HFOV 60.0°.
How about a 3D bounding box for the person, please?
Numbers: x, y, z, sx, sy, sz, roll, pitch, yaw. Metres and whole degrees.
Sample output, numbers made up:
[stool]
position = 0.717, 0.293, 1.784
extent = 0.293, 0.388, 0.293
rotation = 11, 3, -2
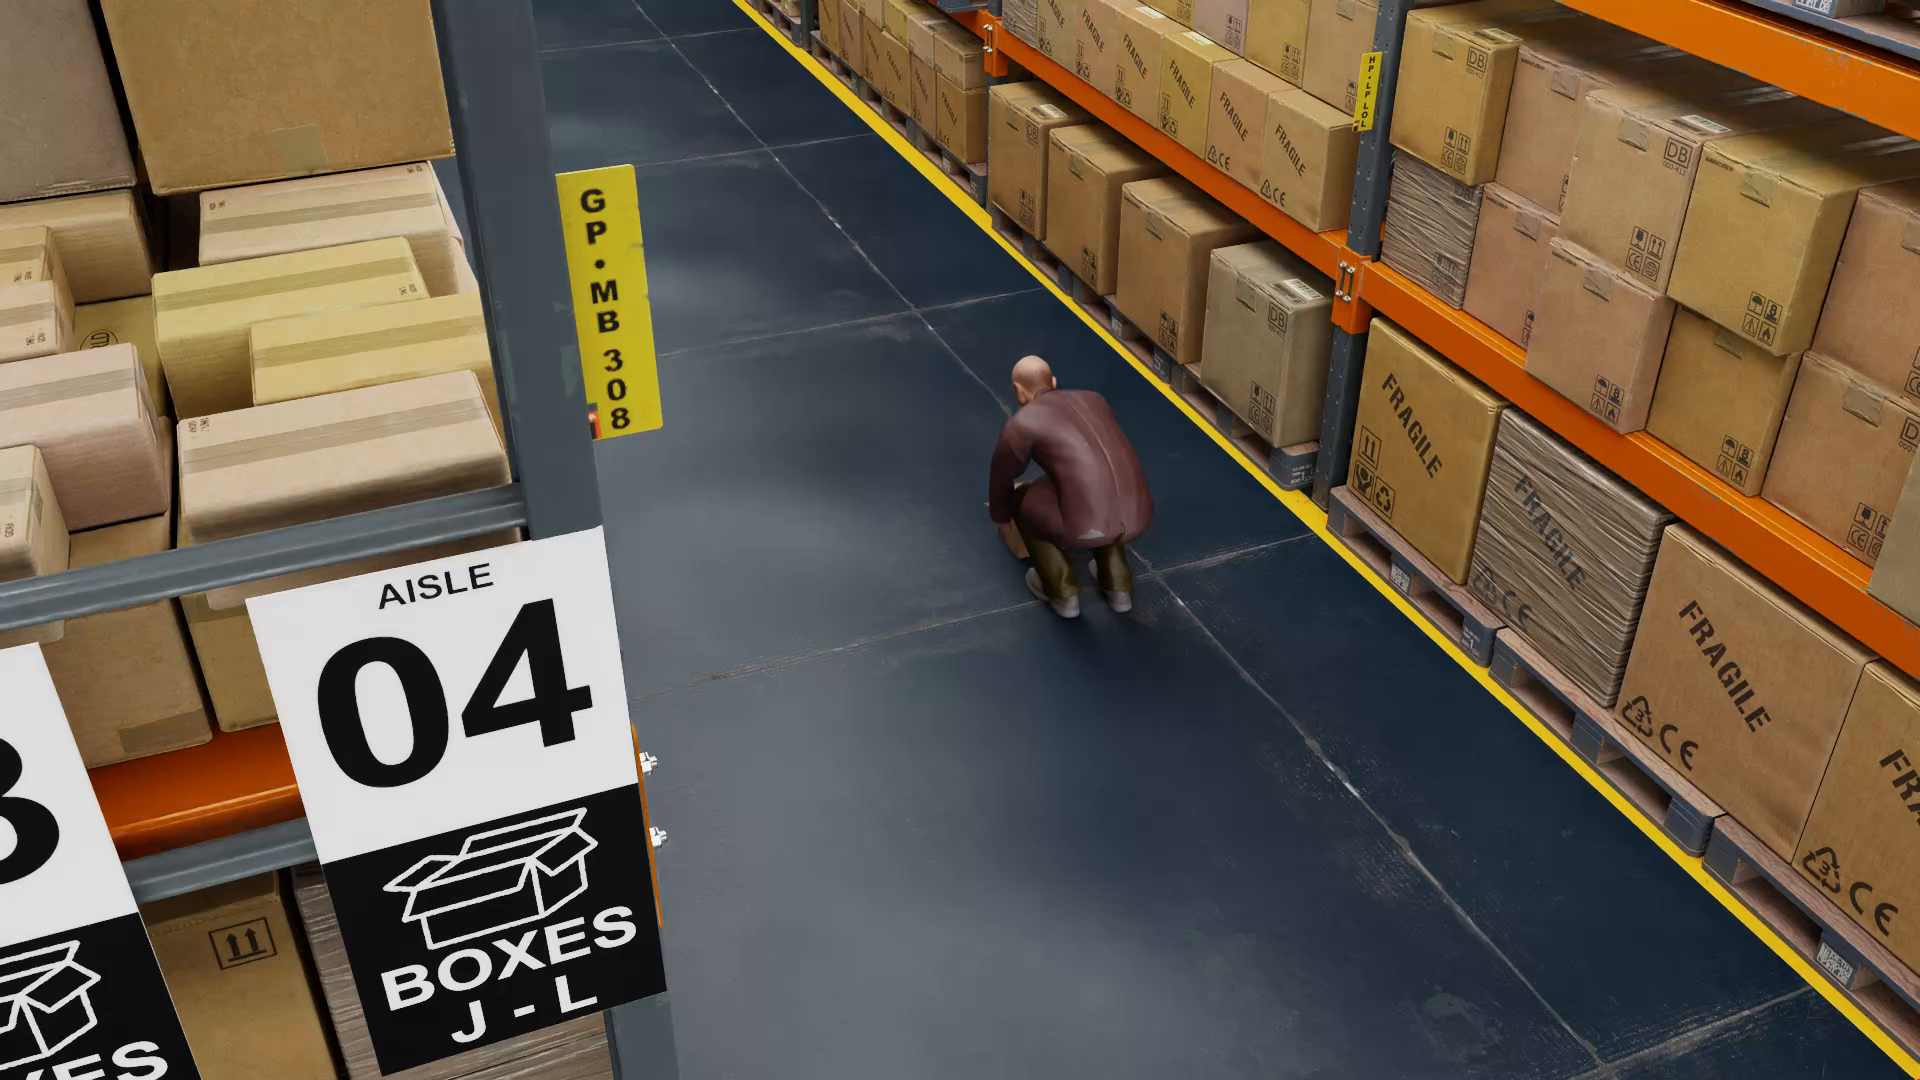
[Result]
[person]
position = 0.473, -0.208, 7.206
extent = 0.610, 0.981, 0.900
rotation = -13, 35, -19
